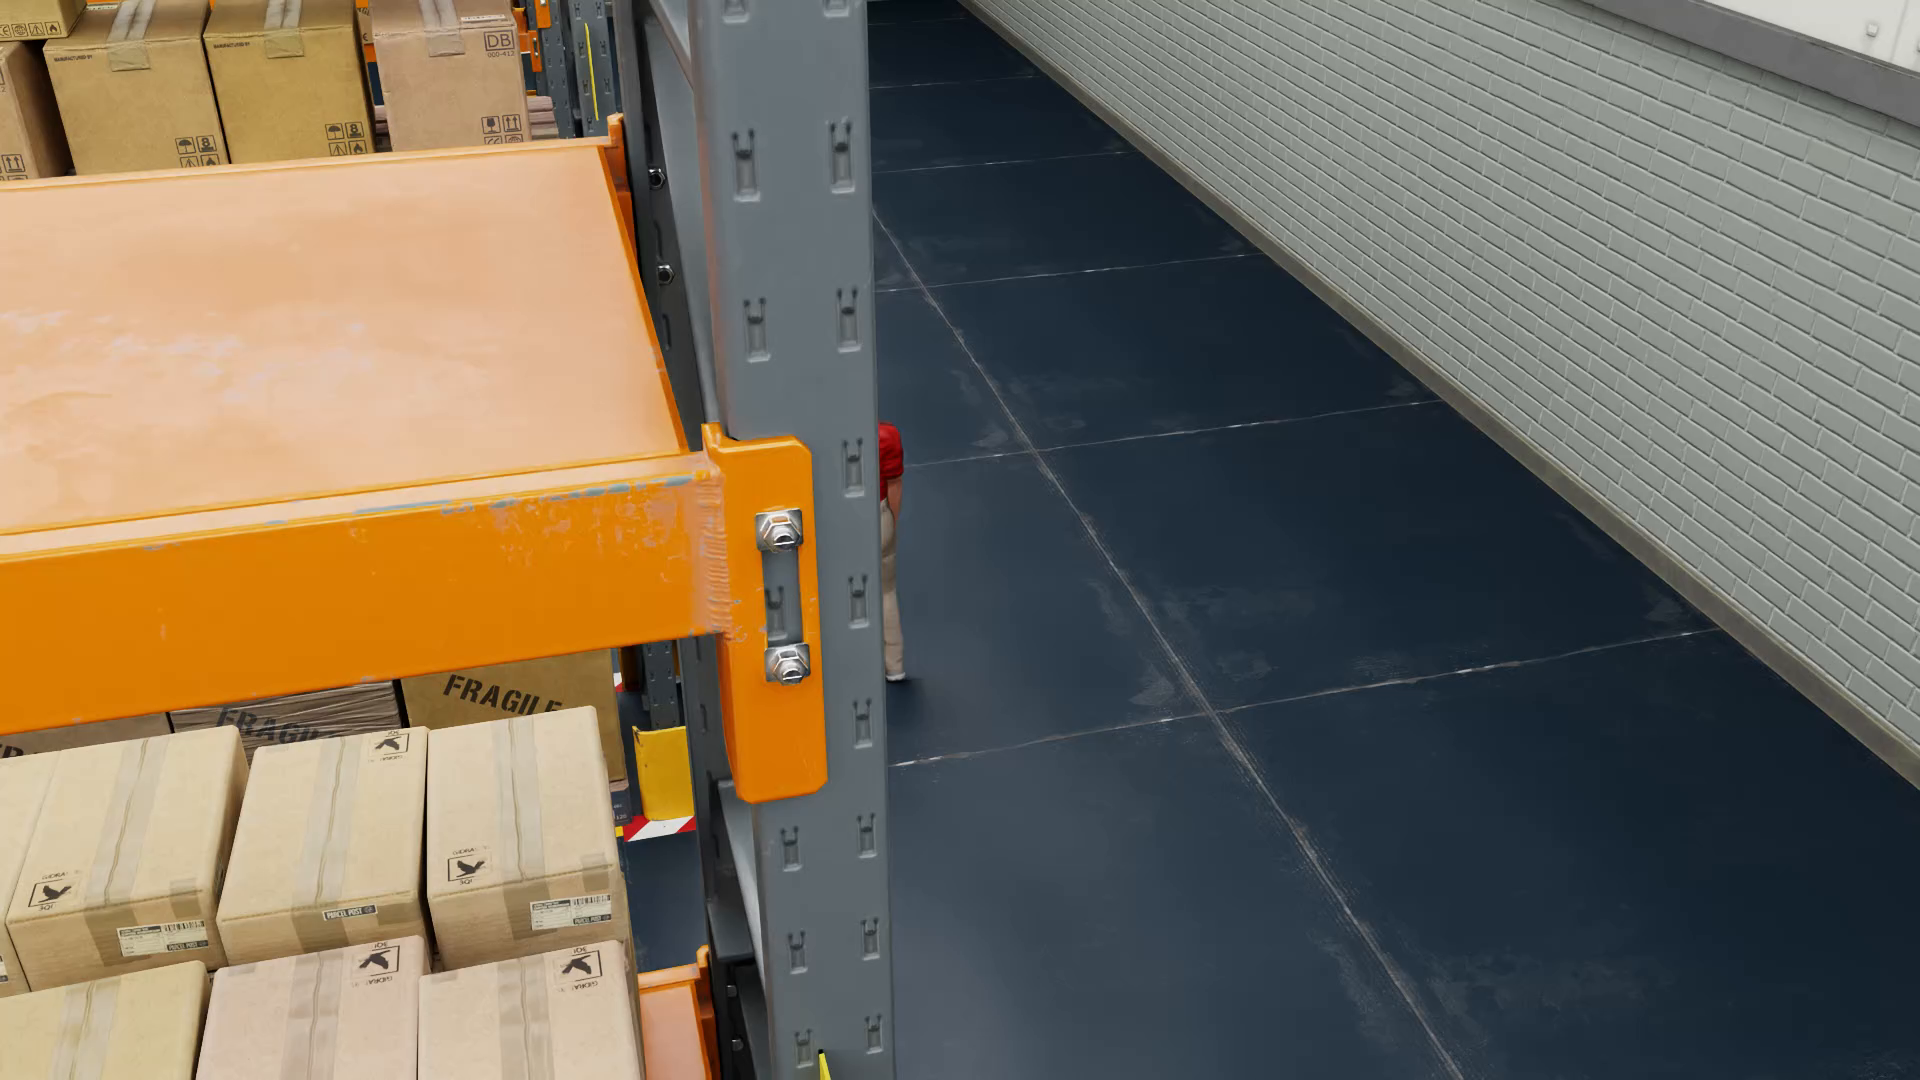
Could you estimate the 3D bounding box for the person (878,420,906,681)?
[{"bbox_3d":[-0.549,-0.030,8.247,0.527,1.764,0.370,-11,32,-18],"label":"person"}]
